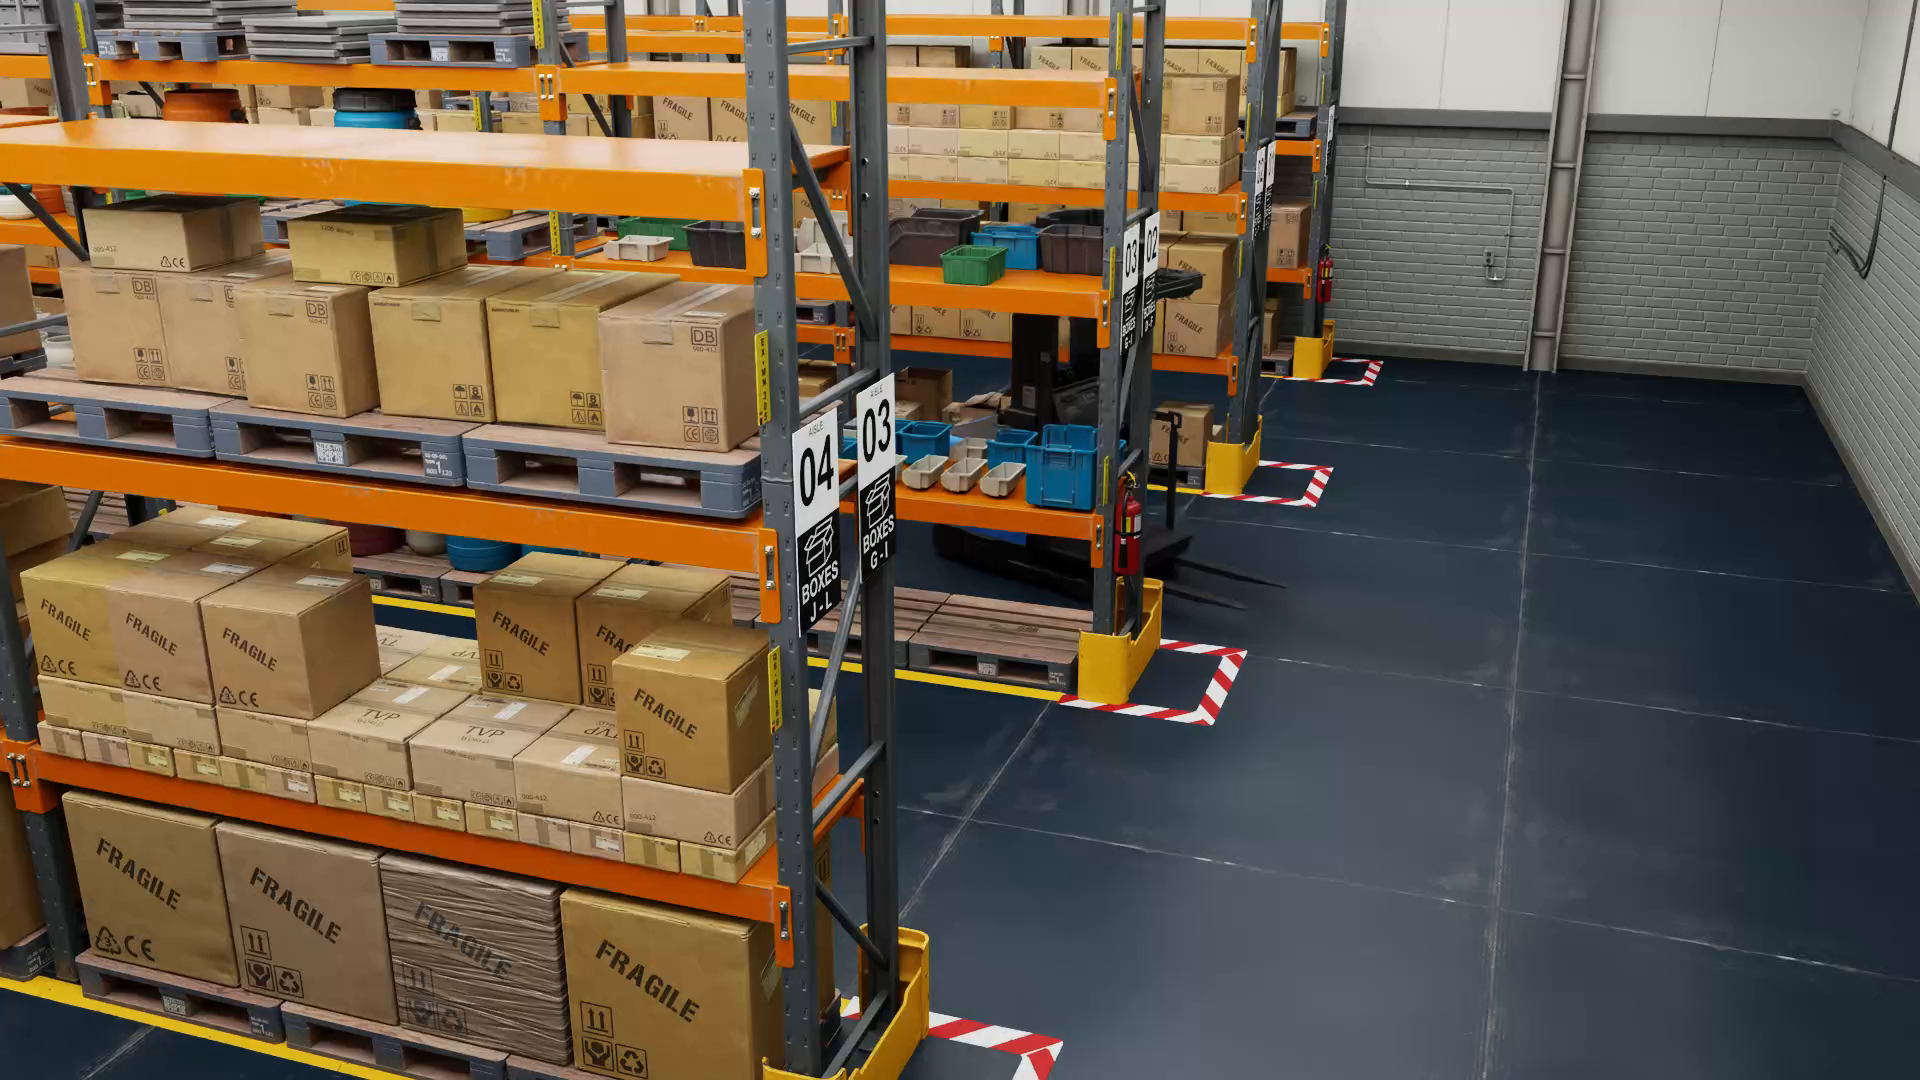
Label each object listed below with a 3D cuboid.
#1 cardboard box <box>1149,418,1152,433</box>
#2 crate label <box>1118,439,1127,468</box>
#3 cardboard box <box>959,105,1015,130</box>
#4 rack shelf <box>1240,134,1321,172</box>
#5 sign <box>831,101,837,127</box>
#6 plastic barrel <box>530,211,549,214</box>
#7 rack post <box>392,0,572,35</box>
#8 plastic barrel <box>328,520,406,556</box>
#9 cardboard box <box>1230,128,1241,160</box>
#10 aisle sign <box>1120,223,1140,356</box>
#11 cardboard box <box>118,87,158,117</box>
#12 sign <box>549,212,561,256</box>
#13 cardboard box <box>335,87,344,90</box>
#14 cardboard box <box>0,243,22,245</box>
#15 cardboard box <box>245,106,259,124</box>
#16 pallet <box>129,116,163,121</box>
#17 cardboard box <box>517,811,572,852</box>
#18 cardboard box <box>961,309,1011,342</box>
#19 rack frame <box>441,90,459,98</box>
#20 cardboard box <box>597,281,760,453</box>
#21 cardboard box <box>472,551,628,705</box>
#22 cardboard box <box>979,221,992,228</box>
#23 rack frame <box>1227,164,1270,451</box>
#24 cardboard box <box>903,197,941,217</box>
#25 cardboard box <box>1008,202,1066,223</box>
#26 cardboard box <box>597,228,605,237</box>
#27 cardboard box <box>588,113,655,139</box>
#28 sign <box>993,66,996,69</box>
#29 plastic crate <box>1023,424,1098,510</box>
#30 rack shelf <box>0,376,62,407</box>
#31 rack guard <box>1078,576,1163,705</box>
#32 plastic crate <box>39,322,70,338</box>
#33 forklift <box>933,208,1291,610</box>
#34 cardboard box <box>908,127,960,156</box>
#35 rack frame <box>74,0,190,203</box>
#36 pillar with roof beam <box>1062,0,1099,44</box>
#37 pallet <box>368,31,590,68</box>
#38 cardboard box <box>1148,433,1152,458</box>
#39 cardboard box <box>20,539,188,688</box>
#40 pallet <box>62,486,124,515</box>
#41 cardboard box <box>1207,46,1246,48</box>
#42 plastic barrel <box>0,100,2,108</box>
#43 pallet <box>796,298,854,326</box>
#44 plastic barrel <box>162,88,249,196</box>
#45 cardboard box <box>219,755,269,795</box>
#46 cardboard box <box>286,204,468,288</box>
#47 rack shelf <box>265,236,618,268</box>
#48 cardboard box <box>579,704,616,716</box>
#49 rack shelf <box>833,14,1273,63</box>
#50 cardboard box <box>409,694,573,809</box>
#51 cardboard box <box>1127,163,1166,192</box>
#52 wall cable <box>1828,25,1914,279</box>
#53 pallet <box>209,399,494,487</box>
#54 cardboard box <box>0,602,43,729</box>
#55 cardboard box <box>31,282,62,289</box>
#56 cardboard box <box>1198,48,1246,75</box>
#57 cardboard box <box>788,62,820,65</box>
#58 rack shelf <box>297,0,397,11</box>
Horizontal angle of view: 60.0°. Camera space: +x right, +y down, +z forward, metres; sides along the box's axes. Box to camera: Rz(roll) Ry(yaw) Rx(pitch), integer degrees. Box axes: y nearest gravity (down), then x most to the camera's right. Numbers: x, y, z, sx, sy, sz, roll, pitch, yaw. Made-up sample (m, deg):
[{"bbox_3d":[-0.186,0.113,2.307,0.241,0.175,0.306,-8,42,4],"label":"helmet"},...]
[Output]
[{"bbox_3d":[1.857,-1.133,16.778,0.500,0.250,0.500,7,20,18],"label":"cardboard box"},{"bbox_3d":[0.996,-0.561,11.792,0.303,0.233,0.416,7,20,18],"label":"crate label"},{"bbox_3d":[0.344,-4.199,15.838,0.500,0.500,0.700,7,20,18],"label":"cardboard box"},{"bbox_3d":[2.483,-4.856,20.485,4.000,0.370,1.077,7,20,18],"label":"rack shelf"},{"bbox_3d":[-1.207,-4.128,15.921,0.005,0.325,0.100,7,20,18],"label":"sign"},{"bbox_3d":[-3.072,-2.729,12.445,0.433,0.535,0.433,0,19,0],"label":"plastic barrel"},{"bbox_3d":[-3.443,-3.813,11.957,0.954,0.300,0.937,6,20,17],"label":"rack post"},{"bbox_3d":[-4.901,-0.237,13.725,0.708,0.588,0.600,7,20,18],"label":"plastic barrel"},{"bbox_3d":[2.350,-3.741,15.661,0.500,0.250,0.500,7,20,18],"label":"cardboard box"},{"bbox_3d":[1.093,-1.611,10.693,0.004,0.787,0.394,7,20,18],"label":"aisle sign"},{"bbox_3d":[-9.485,-5.152,19.527,0.500,0.311,0.500,5,20,15],"label":"cardboard box"},{"bbox_3d":[-2.840,-2.165,11.658,0.005,0.325,0.100,7,20,18],"label":"sign"},{"bbox_3d":[-8.531,-6.417,23.688,0.500,0.500,0.500,6,20,16],"label":"cardboard box"},{"bbox_3d":[-11.429,-3.688,20.448,0.500,0.500,0.700,7,20,19],"label":"cardboard box"},{"bbox_3d":[-8.006,-4.793,18.802,0.500,0.250,0.500,9,21,24],"label":"cardboard box"},{"bbox_3d":[-9.399,-4.777,19.302,1.213,0.211,1.003,7,20,18],"label":"pallet"},{"bbox_3d":[-1.668,1.157,7.080,0.250,0.149,0.380,7,20,19],"label":"cardboard box"},{"bbox_3d":[0.320,-2.253,16.330,0.500,0.500,0.500,6,20,18],"label":"cardboard box"},{"bbox_3d":[-6.963,-7.692,22.972,0.127,3.000,1.000,7,20,18],"label":"rack frame"},{"bbox_3d":[-1.013,-0.691,6.504,0.500,0.500,0.700,5,20,15],"label":"cardboard box"},{"bbox_3d":[-1.833,0.390,7.538,0.500,0.500,0.500,6,20,17],"label":"cardboard box"},{"bbox_3d":[0.019,-2.945,16.798,0.500,0.500,0.500,6,20,17],"label":"cardboard box"},{"bbox_3d":[2.750,-2.022,15.821,0.127,3.000,1.000,7,20,18],"label":"rack frame"},{"bbox_3d":[-0.410,-4.216,21.479,0.500,0.500,0.500,7,20,19],"label":"cardboard box"},{"bbox_3d":[1.101,-4.073,21.248,0.700,0.700,0.980,7,20,19],"label":"cardboard box"},{"bbox_3d":[-4.175,-3.099,18.120,0.500,0.500,0.700,0,19,0],"label":"cardboard box"},{"bbox_3d":[-3.411,-4.202,17.366,0.500,0.500,0.910,7,20,18],"label":"cardboard box"},{"bbox_3d":[0.425,-5.635,20.363,0.005,0.325,0.100,7,20,18],"label":"sign"},{"bbox_3d":[0.744,-0.506,11.325,0.499,0.435,0.616,7,20,18],"label":"plastic crate"},{"bbox_3d":[-6.172,-0.668,8.470,4.000,0.370,1.077,7,20,18],"label":"rack shelf"},{"bbox_3d":[1.148,0.696,11.820,0.348,0.500,1.175,7,20,18],"label":"rack guard"},{"bbox_3d":[-7.862,-1.647,14.646,0.583,0.464,0.402,7,20,18],"label":"plastic crate"},{"bbox_3d":[1.208,-1.068,13.187,3.031,2.935,1.130,16,25,38],"label":"forklift"},{"bbox_3d":[-0.178,-3.853,15.984,0.500,0.250,0.500,7,20,18],"label":"cardboard box"},{"bbox_3d":[-6.436,-4.180,12.896,0.127,3.000,1.000,7,20,18],"label":"rack frame"},{"bbox_3d":[0.126,-5.683,17.208,0.400,9.000,9.100,7,20,18],"label":"pillar with roof beam"},{"bbox_3d":[-3.449,-3.549,11.982,1.213,0.211,1.003,7,20,18],"label":"pallet"},{"bbox_3d":[1.803,-0.946,16.370,0.250,0.166,0.380,7,20,18],"label":"cardboard box"},{"bbox_3d":[-3.914,0.333,7.701,0.500,0.500,0.500,7,20,18],"label":"cardboard box"},{"bbox_3d":[-8.303,-0.258,14.996,1.213,0.211,1.003,7,20,18],"label":"pallet"},{"bbox_3d":[3.265,-5.722,20.175,0.500,0.500,0.500,6,20,17],"label":"cardboard box"},{"bbox_3d":[-8.427,-3.303,14.177,0.708,0.901,0.600,7,20,18],"label":"plastic barrel"},{"bbox_3d":[-1.747,-2.484,17.437,1.213,0.211,1.003,7,20,18],"label":"pallet"},{"bbox_3d":[-5.901,-3.102,13.071,0.708,0.830,0.600,7,20,18],"label":"plastic barrel"},{"bbox_3d":[-3.125,0.991,7.557,0.250,0.149,0.380,6,20,17],"label":"cardboard box"},{"bbox_3d":[-2.409,-1.227,6.902,0.500,0.250,0.500,6,20,16],"label":"cardboard box"},{"bbox_3d":[-4.547,-2.208,12.888,4.000,0.370,1.077,7,20,18],"label":"rack shelf"},{"bbox_3d":[-1.362,0.798,7.507,0.500,0.250,0.500,6,20,17],"label":"cardboard box"},{"bbox_3d":[0.861,-4.730,15.572,4.000,0.370,1.077,7,20,18],"label":"rack shelf"},{"bbox_3d":[-2.009,0.908,7.190,0.500,0.250,0.500,6,20,16],"label":"cardboard box"},{"bbox_3d":[1.710,-3.399,15.441,0.500,0.250,0.500,7,20,18],"label":"cardboard box"},{"bbox_3d":[9.598,-4.208,17.693,0.112,2.526,3.097,7,20,18],"label":"wall cable"},{"bbox_3d":[-2.365,-0.525,7.104,1.213,0.211,1.003,7,20,18],"label":"pallet"},{"bbox_3d":[-4.814,0.612,8.110,0.500,0.500,0.500,7,20,18],"label":"cardboard box"},{"bbox_3d":[-11.760,-3.039,21.139,0.500,0.500,0.500,7,20,18],"label":"cardboard box"},{"bbox_3d":[3.122,-5.560,19.711,0.500,0.500,0.500,7,20,20],"label":"cardboard box"},{"bbox_3d":[-2.190,-6.023,21.921,0.500,0.500,0.700,5,20,15],"label":"cardboard box"},{"bbox_3d":[-8.852,-7.567,23.711,4.000,0.370,1.077,7,20,18],"label":"rack shelf"}]
